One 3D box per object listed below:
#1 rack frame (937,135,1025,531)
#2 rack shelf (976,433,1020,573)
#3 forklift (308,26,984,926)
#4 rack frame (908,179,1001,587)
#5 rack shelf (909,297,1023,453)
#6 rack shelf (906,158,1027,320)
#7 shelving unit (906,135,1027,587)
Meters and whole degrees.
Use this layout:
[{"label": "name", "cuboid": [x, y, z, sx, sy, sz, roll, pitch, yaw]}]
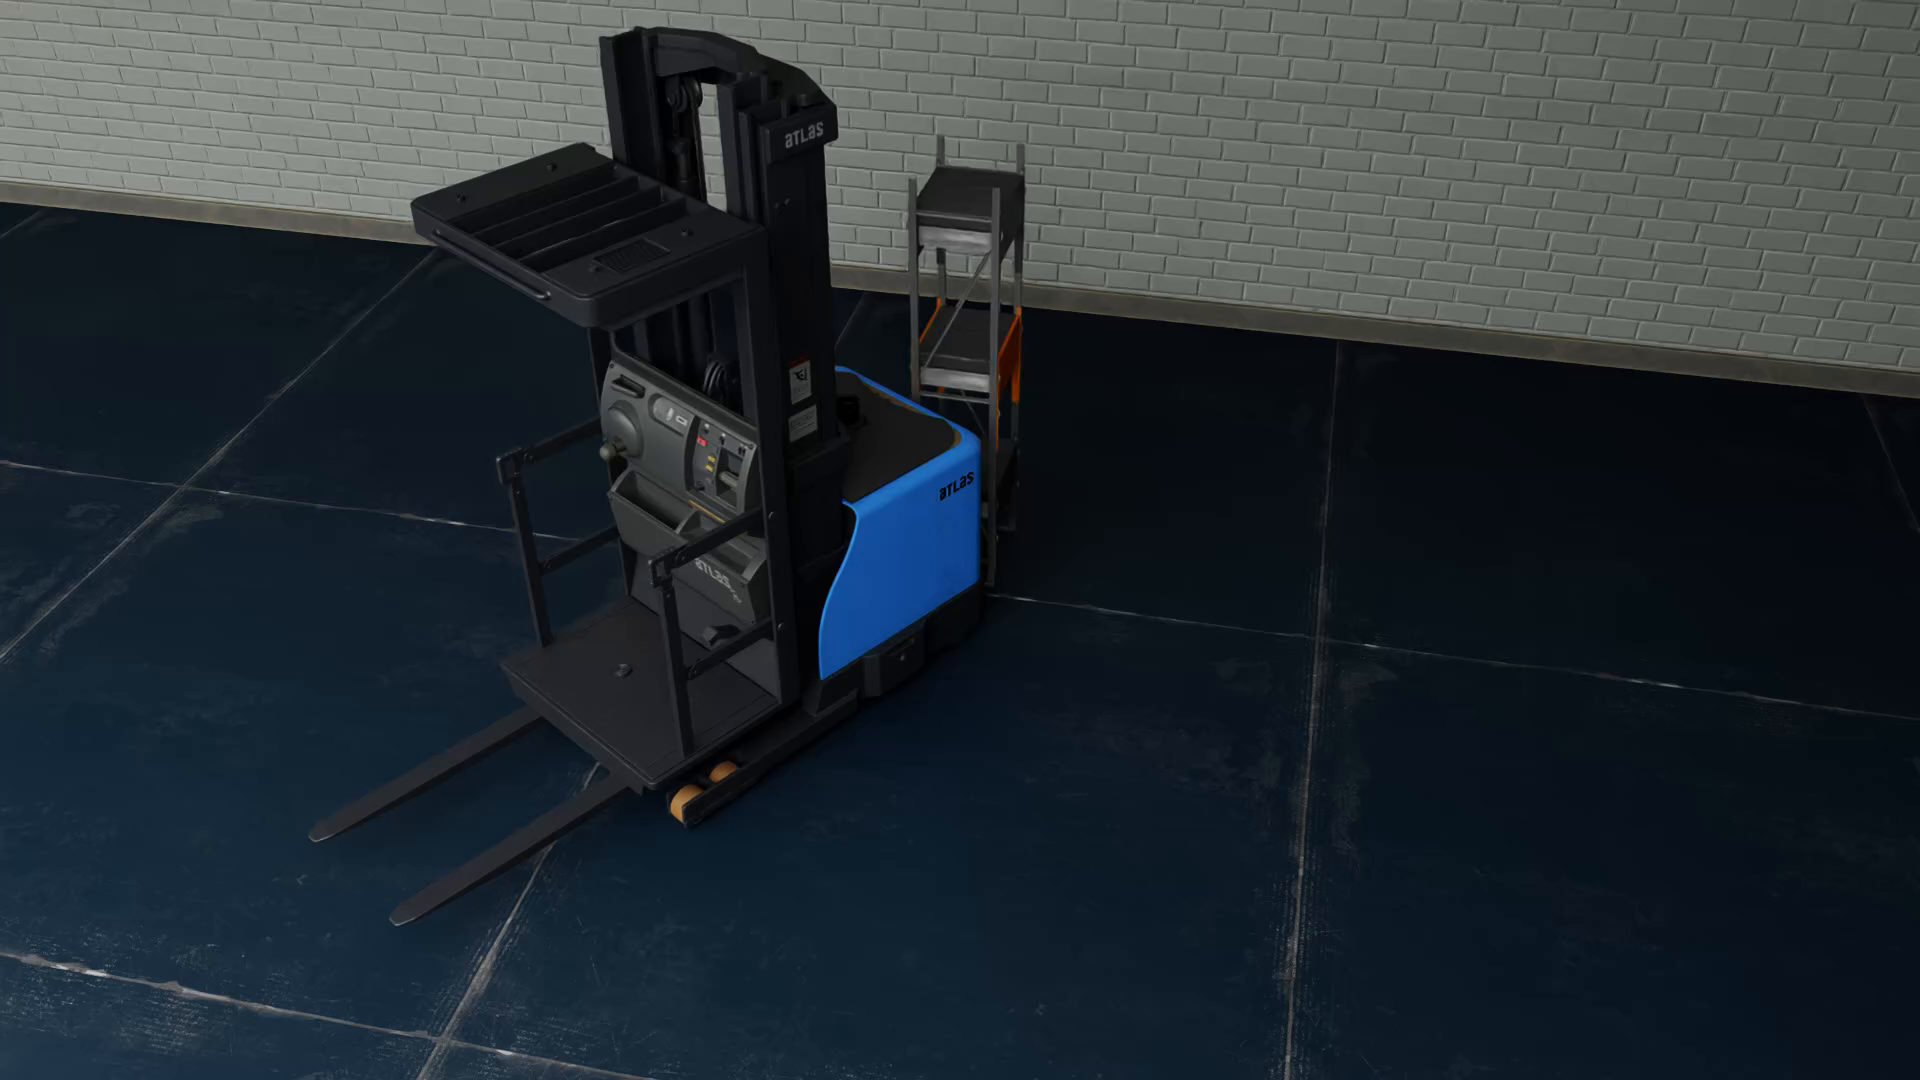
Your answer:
[{"label": "rack frame", "cuboid": [0.093, -0.928, 8.012, 0.400, 2.100, 0.015, 8, 37, 11]}, {"label": "rack shelf", "cuboid": [0.034, -0.211, 8.239, 0.431, 0.518, 0.480, 8, 37, 11]}, {"label": "forklift", "cuboid": [-1.275, -0.349, 6.504, 1.130, 2.935, 3.031, 30, 45, 34]}, {"label": "rack frame", "cuboid": [-0.025, -0.650, 7.628, 0.400, 2.100, 0.015, 8, 37, 11]}, {"label": "rack shelf", "cuboid": [0.034, -0.778, 7.828, 0.431, 0.518, 0.480, 8, 37, 11]}, {"label": "rack shelf", "cuboid": [0.034, -1.345, 7.417, 0.431, 0.518, 0.480, 8, 37, 11]}, {"label": "shelving unit", "cuboid": [0.034, -0.789, 7.820, 0.431, 2.100, 0.503, 8, 37, 11]}]
